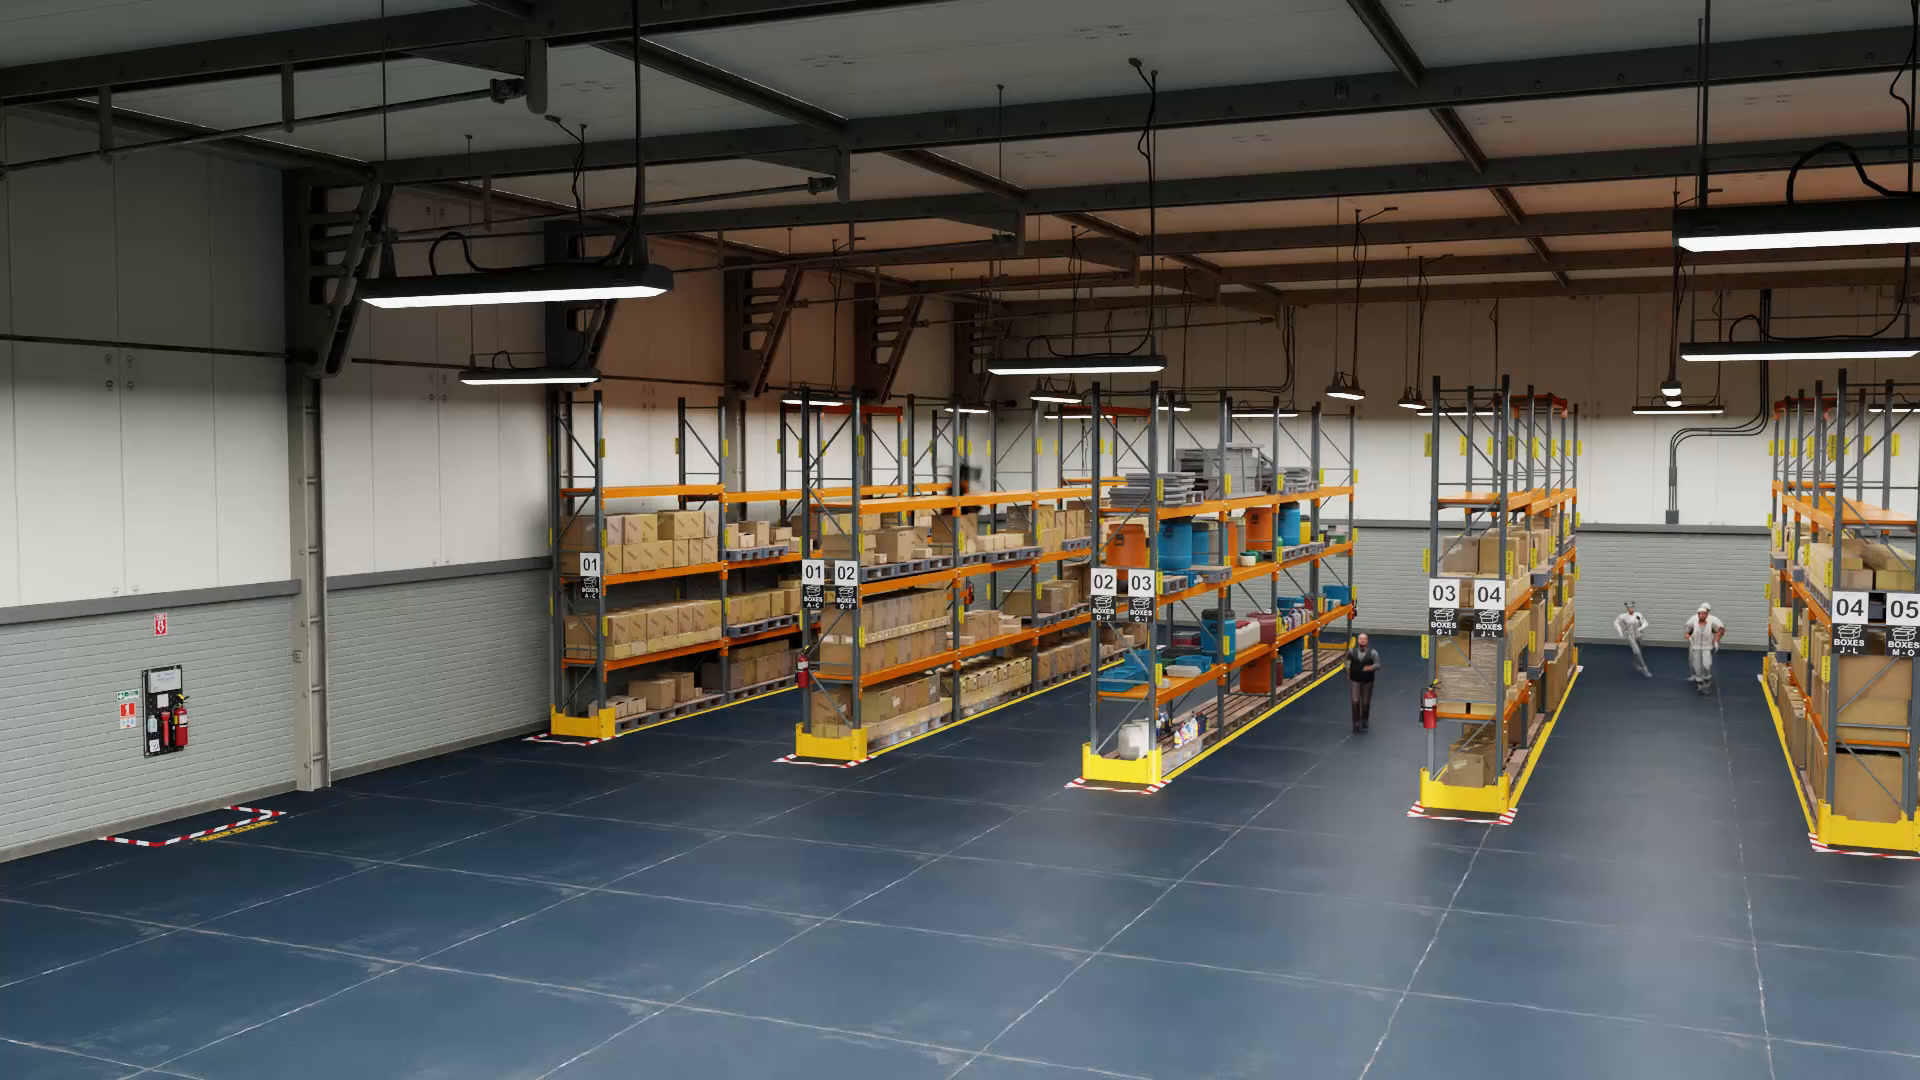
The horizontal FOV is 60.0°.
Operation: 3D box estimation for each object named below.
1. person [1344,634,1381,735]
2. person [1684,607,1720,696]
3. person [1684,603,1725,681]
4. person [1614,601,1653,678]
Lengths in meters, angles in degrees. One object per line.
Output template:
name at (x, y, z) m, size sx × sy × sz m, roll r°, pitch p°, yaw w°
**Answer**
person at (7.079, 2.537, 29.291) m, size 0.648 × 1.784 × 0.700 m, roll 1°, pitch 3°, yaw 16°
person at (15.020, 2.262, 33.691) m, size 0.649 × 1.803 × 0.712 m, roll 2°, pitch 4°, yaw 29°
person at (15.901, 2.188, 35.623) m, size 0.801 × 1.699 × 0.511 m, roll 3°, pitch 4°, yaw 44°
person at (14.866, 2.166, 36.698) m, size 0.714 × 1.657 × 0.901 m, roll 0°, pitch 3°, yaw 0°
